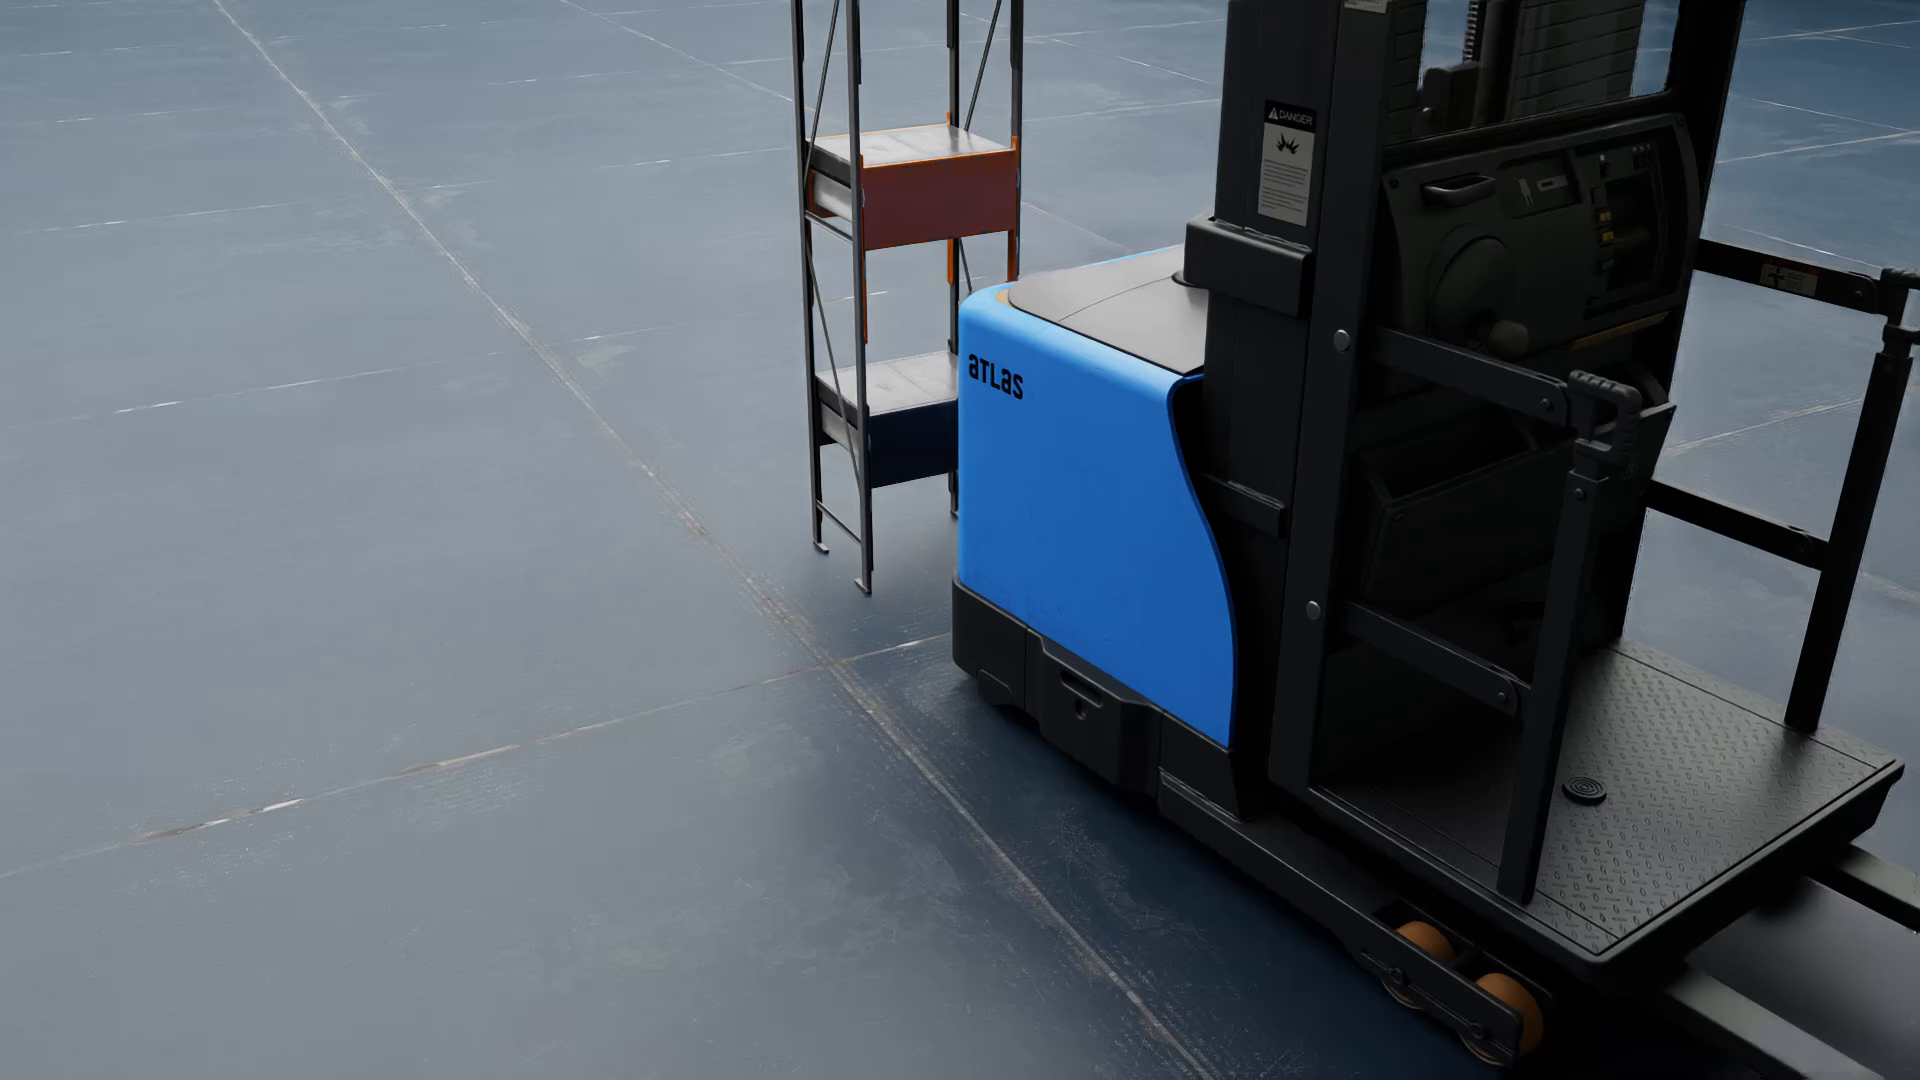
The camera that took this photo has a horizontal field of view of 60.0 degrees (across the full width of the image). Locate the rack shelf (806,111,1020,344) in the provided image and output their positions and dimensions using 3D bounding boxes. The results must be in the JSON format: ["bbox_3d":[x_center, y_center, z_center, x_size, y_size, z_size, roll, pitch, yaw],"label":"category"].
[{"bbox_3d":[-0.146,-0.901,4.731,0.480,0.518,0.431,-13,29,-25],"label":"rack shelf"}]

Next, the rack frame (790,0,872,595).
[{"bbox_3d":[-0.361,-0.863,4.622,0.015,2.100,0.400,-13,29,-25],"label":"rack frame"}]

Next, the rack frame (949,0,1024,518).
[{"bbox_3d":[0.069,-0.963,4.829,0.015,2.100,0.400,-13,29,-25],"label":"rack frame"}]

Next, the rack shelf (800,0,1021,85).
[{"bbox_3d":[-0.146,-1.532,4.428,0.480,0.518,0.431,-13,29,-25],"label":"rack shelf"}]

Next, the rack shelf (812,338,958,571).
[{"bbox_3d":[-0.146,-0.270,5.034,0.480,0.518,0.431,-13,29,-25],"label":"rack shelf"}]

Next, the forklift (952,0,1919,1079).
[{"bbox_3d":[1.259,-0.564,3.039,1.130,2.935,3.031,-18,31,-32],"label":"forklift"}]

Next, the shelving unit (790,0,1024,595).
[{"bbox_3d":[-0.146,-0.913,4.725,0.503,2.100,0.431,-13,29,-25],"label":"shelving unit"}]
